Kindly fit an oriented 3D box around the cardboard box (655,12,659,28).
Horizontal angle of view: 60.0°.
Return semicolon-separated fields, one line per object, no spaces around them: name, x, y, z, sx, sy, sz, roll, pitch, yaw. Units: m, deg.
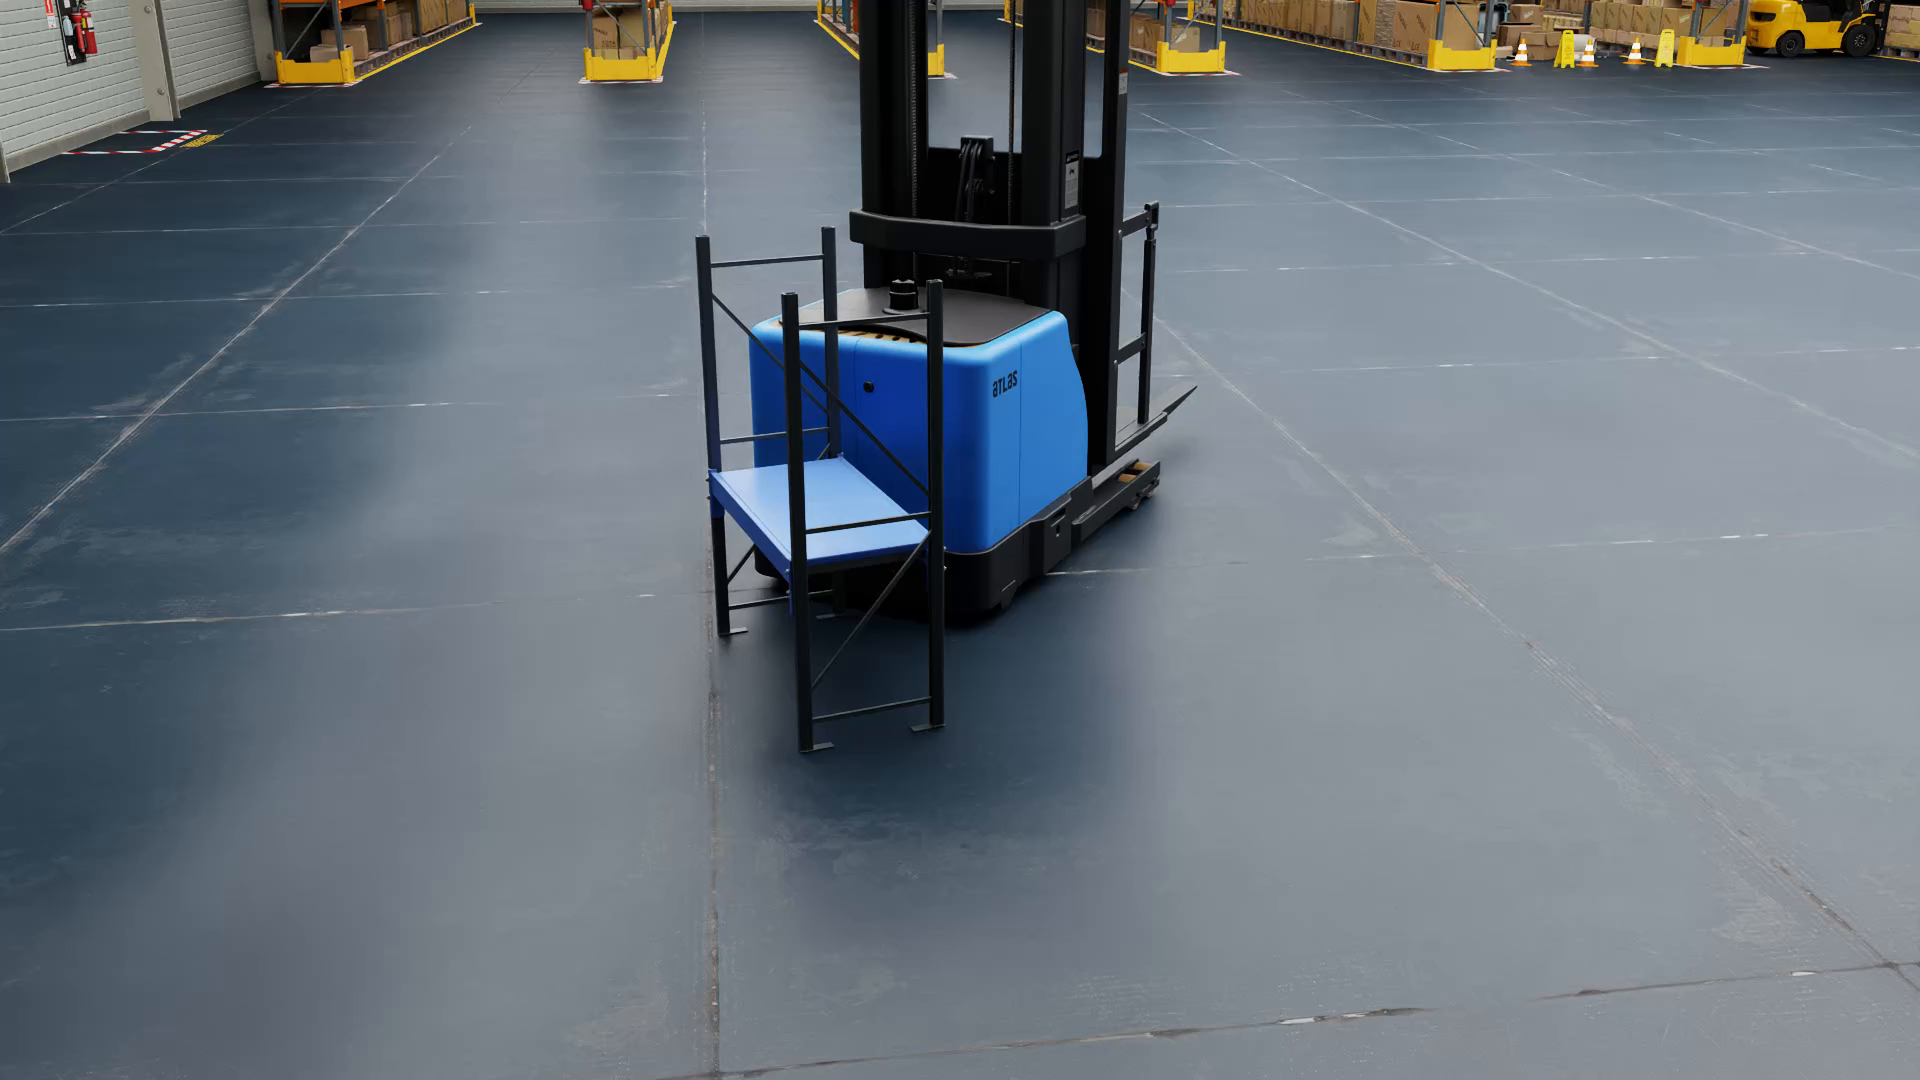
cardboard box;-6.325;-10.441;33.412;0.500;0.311;0.500;-2;21;-6

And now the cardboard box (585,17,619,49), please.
cardboard box;-6.084;-8.627;28.286;0.500;0.500;0.500;-3;21;-8

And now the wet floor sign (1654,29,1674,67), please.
wet floor sign;12.866;-8.972;30.317;0.267;0.644;0.232;4;21;11

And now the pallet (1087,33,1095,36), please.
pallet;3.049;-10.888;36.067;1.003;0.211;1.213;-3;21;-8

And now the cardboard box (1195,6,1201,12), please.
cardboard box;6.466;-14.114;44.192;0.380;0.149;0.250;-2;21;-7

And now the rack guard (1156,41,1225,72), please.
rack guard;4.080;-8.551;29.395;1.175;0.500;0.348;-3;21;-8

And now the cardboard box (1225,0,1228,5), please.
cardboard box;6.856;-13.487;41.665;0.380;0.149;0.250;-3;21;-8

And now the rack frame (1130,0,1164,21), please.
rack frame;3.514;-11.080;32.595;1.000;3.000;0.127;-3;21;-8

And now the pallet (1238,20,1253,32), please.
pallet;7.398;-12.489;40.354;1.003;0.211;1.213;-3;21;-8

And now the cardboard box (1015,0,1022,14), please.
cardboard box;1.956;-14.219;43.435;0.875;0.875;0.875;-3;21;-8

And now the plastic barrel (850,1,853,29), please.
plastic barrel;-2.214;-11.842;37.481;0.600;0.588;0.708;-3;21;-8

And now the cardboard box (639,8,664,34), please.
cardboard box;-6.648;-11.174;35.790;0.500;0.500;0.500;-2;21;-5

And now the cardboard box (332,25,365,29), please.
cardboard box;-11.001;-9.008;29.992;0.500;0.500;0.500;-4;21;-12

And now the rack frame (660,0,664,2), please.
rack frame;-7.442;-13.352;38.677;1.000;3.000;0.127;-3;21;-8

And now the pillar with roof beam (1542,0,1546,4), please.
pillar with roof beam;12.746;-19.559;46.722;9.100;9.000;0.400;-3;21;-8

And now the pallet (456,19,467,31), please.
pallet;-12.555;-12.485;40.341;1.003;0.211;1.213;-3;21;-8

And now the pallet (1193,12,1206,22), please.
pallet;6.800;-13.834;43.955;1.003;0.211;1.213;-3;21;-8

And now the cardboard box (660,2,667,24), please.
cardboard box;-7.088;-12.230;38.619;0.500;0.500;0.500;-3;21;-8

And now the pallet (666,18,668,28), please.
pallet;-7.719;-12.706;40.935;1.003;0.211;1.213;-3;21;-8

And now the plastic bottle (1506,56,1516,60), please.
plastic bottle;10.591;-9.263;31.929;0.133;0.061;0.283;-11;23;-26

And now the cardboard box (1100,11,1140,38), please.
cardboard box;3.316;-10.689;34.491;0.700;0.500;0.500;-5;21;-12

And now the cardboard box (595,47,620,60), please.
cardboard box;-6.082;-8.276;28.418;0.500;0.250;0.500;-3;21;-8

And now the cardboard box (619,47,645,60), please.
cardboard box;-5.570;-8.302;28.488;0.500;0.250;0.500;-3;21;-8

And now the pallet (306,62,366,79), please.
pallet;-10.707;-7.949;28.197;1.003;0.211;1.213;-3;21;-8

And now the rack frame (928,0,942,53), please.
rack frame;-0.810;-9.445;28.218;1.000;3.000;0.127;-3;21;-8

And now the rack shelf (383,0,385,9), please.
rack shelf;-11.479;-10.686;32.568;1.077;0.370;4.000;-3;21;-8

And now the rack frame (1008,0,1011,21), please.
rack frame;1.785;-15.235;43.719;1.000;3.000;0.127;-3;21;-8

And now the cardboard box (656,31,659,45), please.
cardboard box;-6.174;-9.820;32.550;0.500;0.250;0.500;-2;21;-6

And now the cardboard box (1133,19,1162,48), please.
cardboard box;3.622;-9.767;32.053;0.500;0.500;0.500;4;21;9

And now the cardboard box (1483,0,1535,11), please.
cardboard box;12.727;-12.410;38.591;0.875;0.875;0.875;-3;21;-8

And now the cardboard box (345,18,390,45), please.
cardboard box;-11.437;-9.796;32.101;0.700;0.500;0.500;-3;21;-9

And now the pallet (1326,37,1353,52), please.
pallet;8.251;-10.252;34.364;1.003;0.211;1.213;-3;21;-8

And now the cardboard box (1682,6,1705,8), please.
cardboard box;13.971;-9.937;31.793;0.500;0.500;0.500;-4;21;-10

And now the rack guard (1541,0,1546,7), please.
rack guard;16.513;-14.789;46.098;1.175;0.500;0.348;-3;21;-8

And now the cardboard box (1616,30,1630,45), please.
cardboard box;13.306;-9.903;32.773;0.500;0.250;0.500;-3;21;-8

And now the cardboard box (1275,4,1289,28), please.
cardboard box;7.507;-11.921;37.818;0.500;0.500;0.500;-3;21;-8

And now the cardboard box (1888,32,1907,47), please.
cardboard box;18.366;-9.675;32.162;0.500;0.250;0.500;-3;21;-8

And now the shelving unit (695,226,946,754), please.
shelving unit;-0.483;-0.214;5.645;0.538;1.500;1.048;-8;22;-21

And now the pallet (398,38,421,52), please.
pallet;-11.656;-10.139;34.060;1.003;0.211;1.213;-3;21;-8

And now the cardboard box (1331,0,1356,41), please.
cardboard box;8.259;-10.649;34.055;1.050;0.750;0.750;-3;21;-8

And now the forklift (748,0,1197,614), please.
forklift;0.281;-1.571;7.232;1.130;2.935;3.031;10;23;25

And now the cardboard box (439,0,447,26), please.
cardboard box;-12.121;-12.072;37.722;0.750;0.750;0.750;-3;21;-7

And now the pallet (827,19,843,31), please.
pallet;-2.684;-12.547;40.507;1.003;0.211;1.213;-3;21;-8

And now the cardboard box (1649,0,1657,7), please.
cardboard box;13.371;-10.234;31.661;0.380;0.149;0.250;-3;21;-7

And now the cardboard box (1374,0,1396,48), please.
cardboard box;8.592;-9.964;32.042;0.875;0.875;0.875;-3;21;-7

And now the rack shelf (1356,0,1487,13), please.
rack shelf;8.725;-10.266;31.443;1.077;0.370;4.000;-3;21;-8

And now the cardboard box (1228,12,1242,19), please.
cardboard box;6.890;-13.045;41.330;0.380;0.149;0.250;-3;21;-7

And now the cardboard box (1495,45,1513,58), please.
cardboard box;10.507;-9.512;32.305;0.396;0.266;0.258;1;20;2

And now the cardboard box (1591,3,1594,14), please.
cardboard box;16.657;-13.819;43.236;0.396;0.266;0.258;-2;21;-6

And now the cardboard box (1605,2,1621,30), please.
cardboard box;13.228;-10.437;33.132;0.500;0.500;0.500;-2;21;-6

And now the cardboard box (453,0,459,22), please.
cardboard box;-12.491;-12.742;40.018;0.700;0.500;0.500;-2;21;-6
